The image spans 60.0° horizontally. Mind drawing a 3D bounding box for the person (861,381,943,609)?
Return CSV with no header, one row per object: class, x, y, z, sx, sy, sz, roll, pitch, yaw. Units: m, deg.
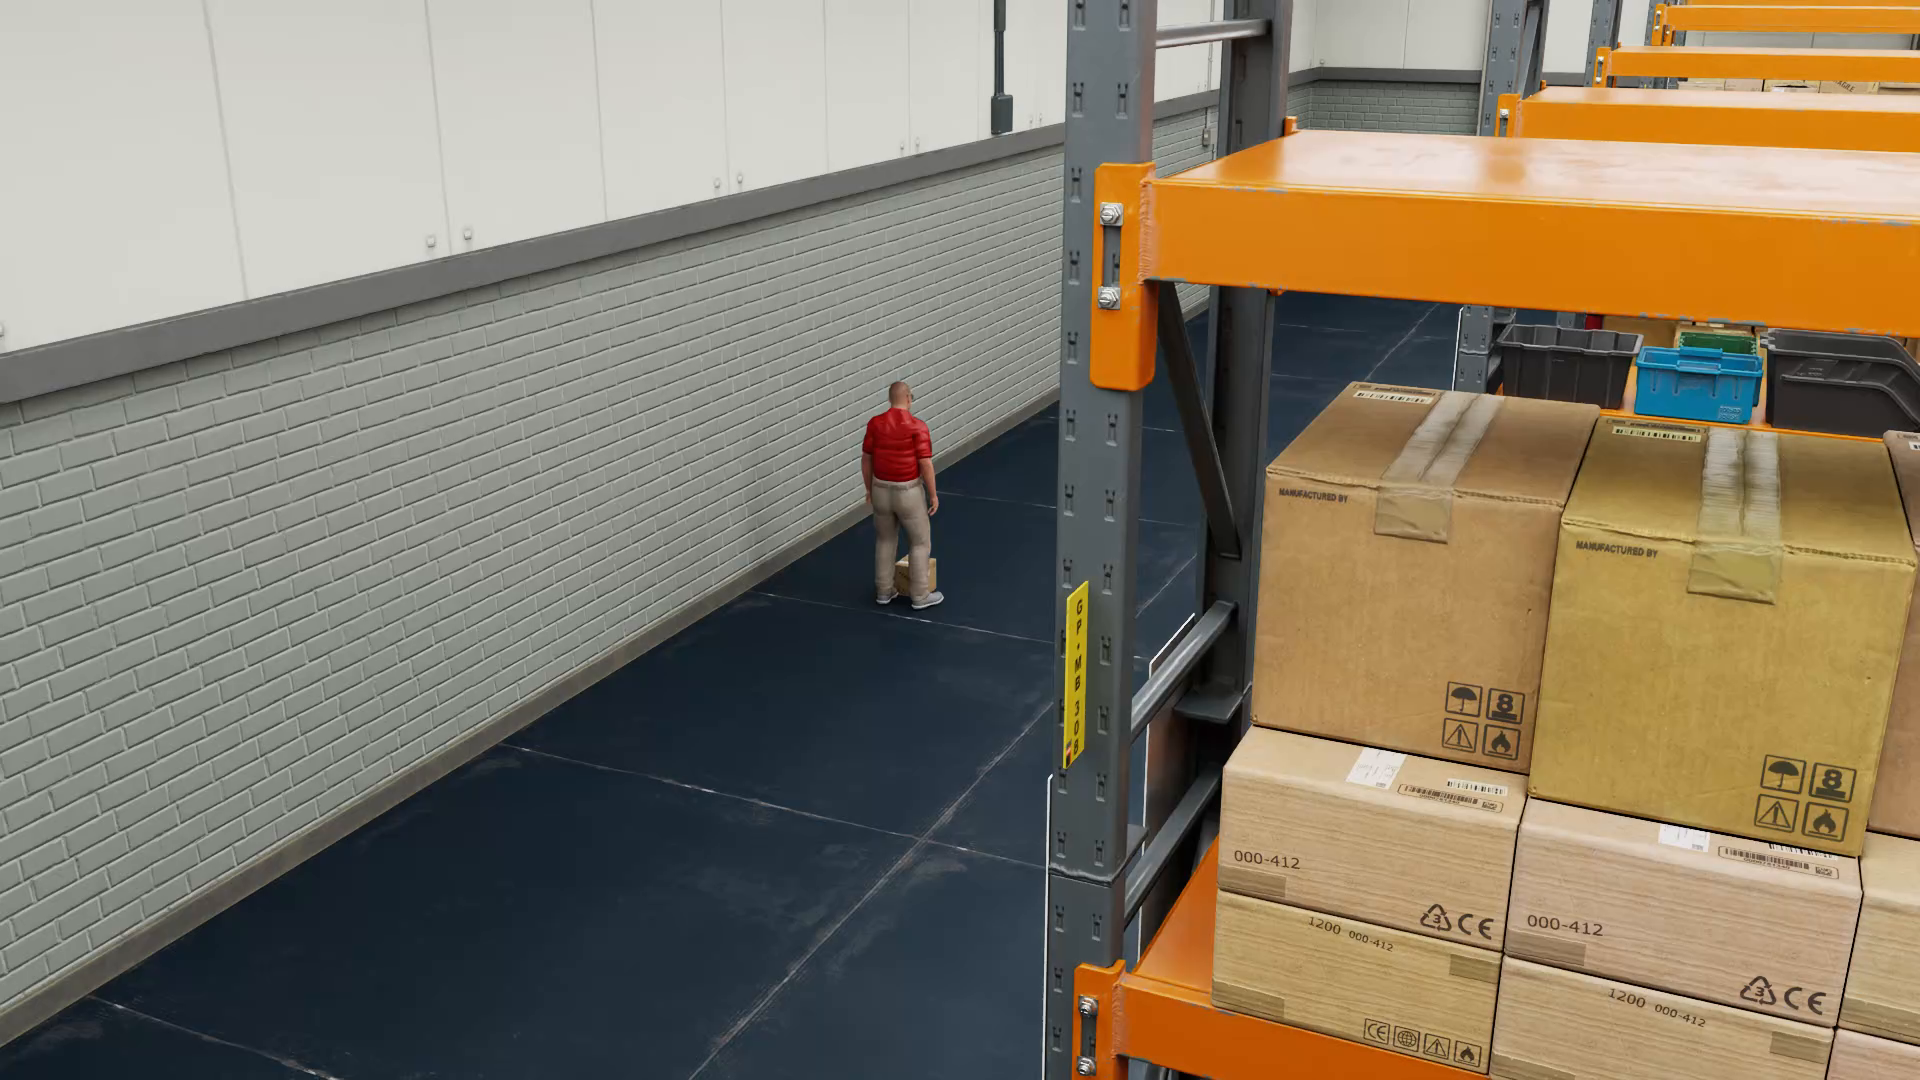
person,-0.453,-0.338,12.573,0.594,1.726,0.386,8,20,22
